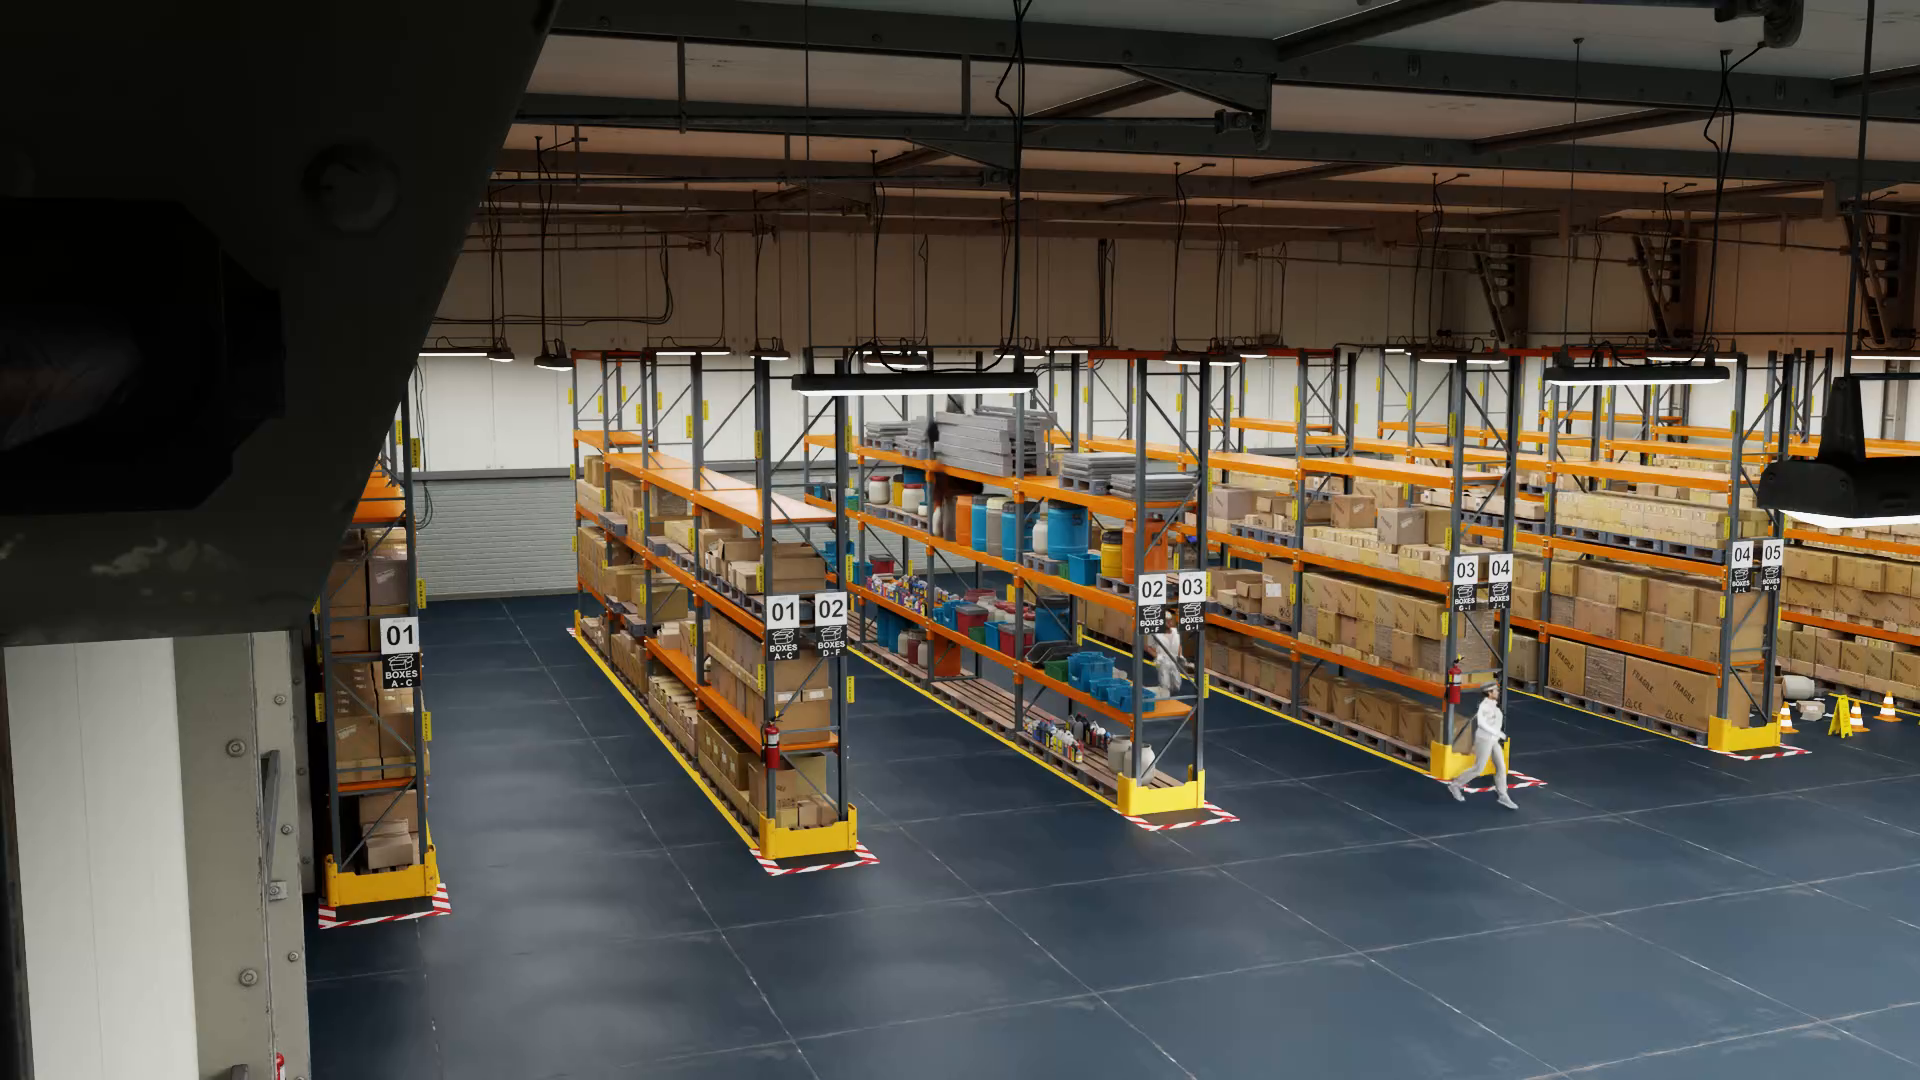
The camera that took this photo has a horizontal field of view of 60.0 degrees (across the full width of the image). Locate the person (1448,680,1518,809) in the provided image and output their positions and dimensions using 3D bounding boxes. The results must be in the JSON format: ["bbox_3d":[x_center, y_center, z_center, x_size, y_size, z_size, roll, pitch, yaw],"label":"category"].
[{"bbox_3d":[7.123,2.716,22.398,0.914,1.674,0.678,5,8,33],"label":"person"}]

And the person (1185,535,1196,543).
[{"bbox_3d":[5.666,0.433,41.120,0.533,1.601,0.628,-4,8,-30],"label":"person"}]

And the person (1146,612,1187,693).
[{"bbox_3d":[3.408,2.055,27.563,0.686,1.737,0.602,-3,8,-22],"label":"person"}]
